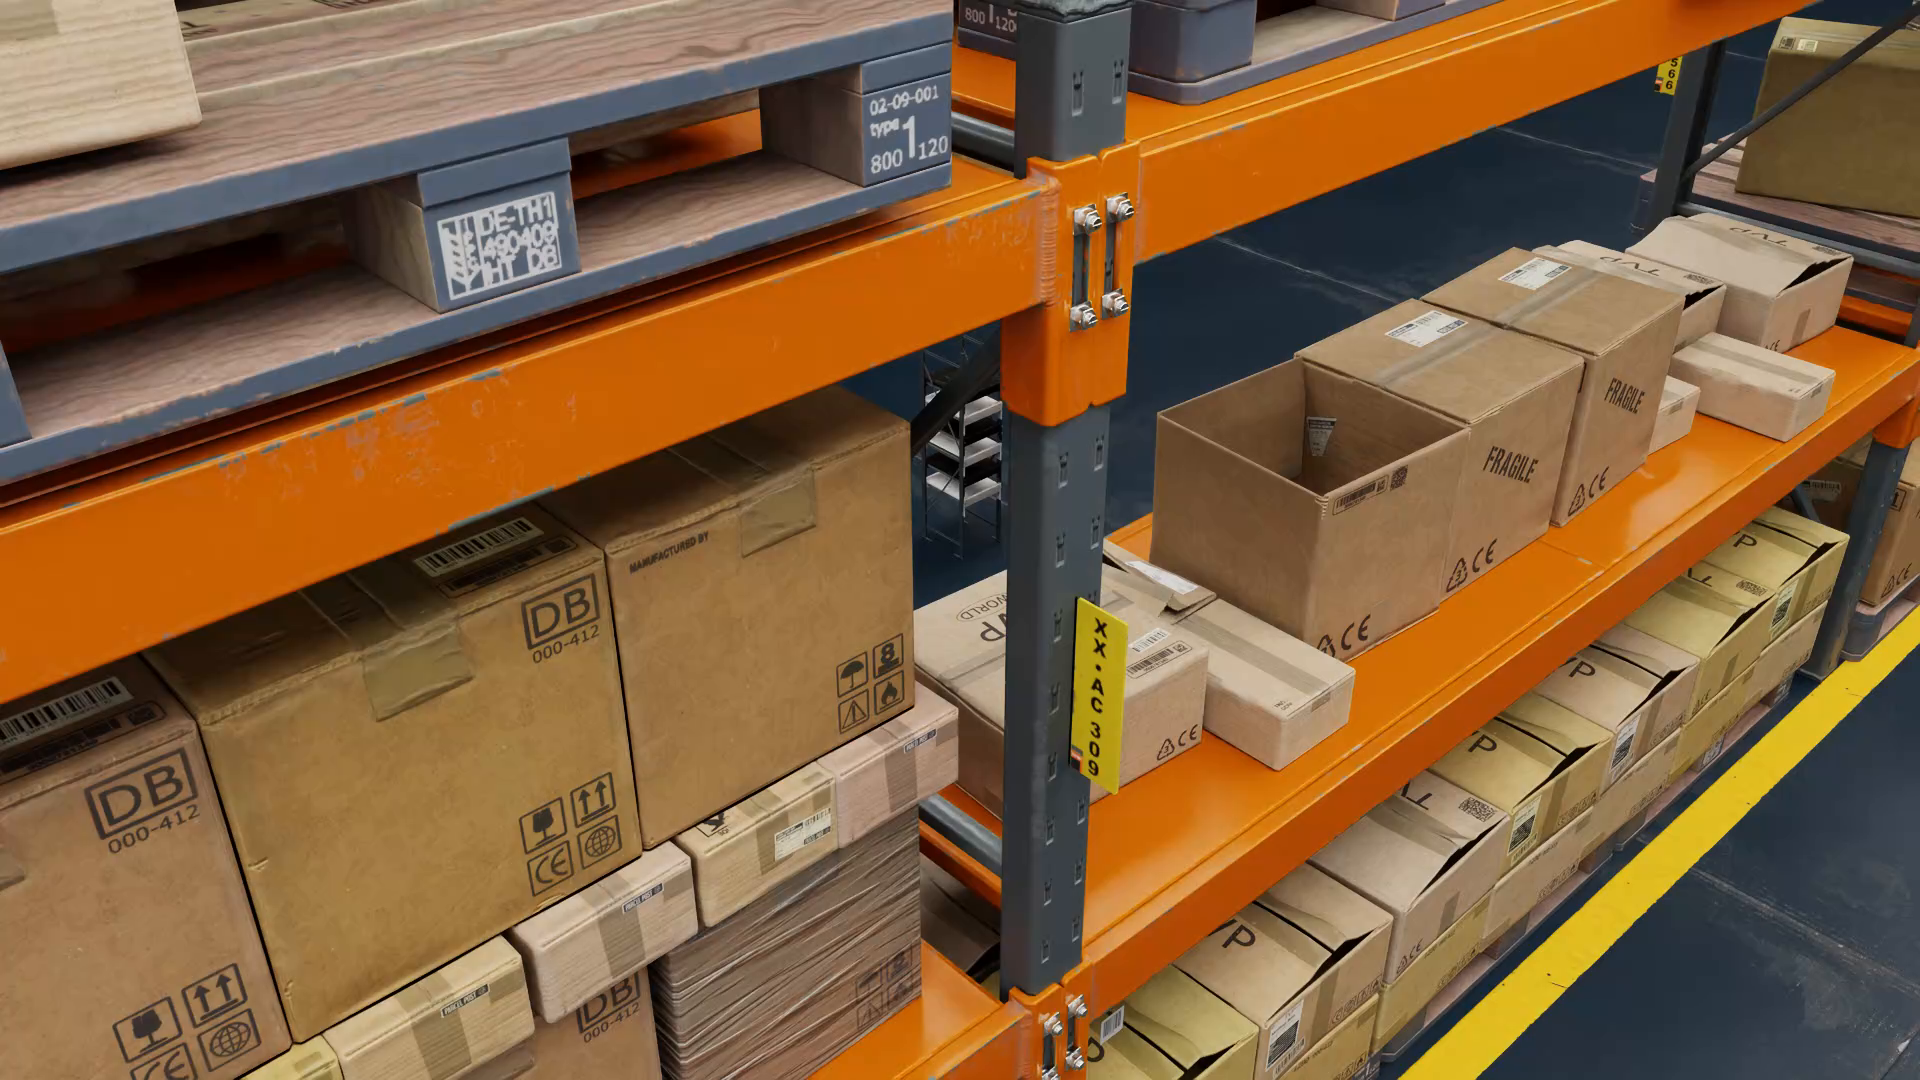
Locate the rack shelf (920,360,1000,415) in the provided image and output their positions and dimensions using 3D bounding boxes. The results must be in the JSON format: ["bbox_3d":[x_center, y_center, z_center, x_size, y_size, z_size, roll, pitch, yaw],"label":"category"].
[{"bbox_3d":[0.006,-0.589,6.396,0.200,0.077,0.258,-26,40,-35],"label":"rack shelf"}]

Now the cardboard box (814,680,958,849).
[{"bbox_3d":[-0.219,0.295,2.675,0.250,0.149,0.380,-26,40,-35],"label":"cardboard box"}]

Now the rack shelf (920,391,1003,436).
[{"bbox_3d":[0.006,-0.512,6.443,0.200,0.077,0.258,-26,40,-35],"label":"rack shelf"}]

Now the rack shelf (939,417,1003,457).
[{"bbox_3d":[0.006,-0.435,6.490,0.200,0.077,0.258,-26,40,-35],"label":"rack shelf"}]

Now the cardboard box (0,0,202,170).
[{"bbox_3d":[-0.864,-0.443,1.428,0.250,0.149,0.380,-26,40,-35],"label":"cardboard box"}]

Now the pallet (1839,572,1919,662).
[{"bbox_3d":[3.341,-0.044,6.619,1.213,0.211,1.003,-26,40,-35],"label":"pallet"}]

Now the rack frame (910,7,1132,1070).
[{"bbox_3d":[-0.165,0.436,3.162,0.127,3.000,1.000,-26,40,-35],"label":"rack frame"}]

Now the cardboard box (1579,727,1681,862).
[{"bbox_3d":[1.802,0.652,5.041,0.500,0.250,0.500,-25,39,-34],"label":"cardboard box"}]

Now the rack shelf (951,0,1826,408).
[{"bbox_3d":[1.302,-1.246,3.727,4.000,0.370,1.077,-26,40,-35],"label":"rack shelf"}]

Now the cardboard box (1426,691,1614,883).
[{"bbox_3d":[1.434,0.593,4.600,0.500,0.311,0.500,-25,39,-34],"label":"cardboard box"}]

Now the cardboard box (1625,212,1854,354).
[{"bbox_3d":[2.472,-0.833,5.322,0.500,0.311,0.500,-23,38,-33],"label":"cardboard box"}]

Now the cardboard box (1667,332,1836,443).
[{"bbox_3d":[2.297,-0.451,4.853,0.250,0.149,0.380,-26,40,-35],"label":"cardboard box"}]

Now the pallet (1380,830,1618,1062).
[{"bbox_3d":[1.244,0.914,5.052,1.213,0.211,1.003,-26,40,-35],"label":"pallet"}]

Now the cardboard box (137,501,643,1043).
[{"bbox_3d":[-0.856,0.179,2.242,0.500,0.500,0.700,-26,40,-36],"label":"cardboard box"}]

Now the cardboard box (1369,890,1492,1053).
[{"bbox_3d":[1.053,1.016,4.446,0.500,0.250,0.500,-27,41,-37],"label":"cardboard box"}]

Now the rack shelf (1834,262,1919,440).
[{"bbox_3d":[4.235,-1.385,6.830,4.000,0.370,1.077,-26,40,-35],"label":"rack shelf"}]

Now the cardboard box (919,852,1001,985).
[{"bbox_3d":[-0.063,0.937,4.038,0.500,0.311,0.500,-26,40,-35],"label":"cardboard box"}]

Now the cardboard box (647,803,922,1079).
[{"bbox_3d":[-0.486,0.553,2.874,0.500,0.500,0.700,-27,41,-37],"label":"cardboard box"}]

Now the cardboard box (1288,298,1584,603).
[{"bbox_3d":[1.163,-0.237,4.167,0.500,0.500,0.500,-26,40,-35],"label":"cardboard box"}]

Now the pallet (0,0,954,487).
[{"bbox_3d":[-0.773,-0.494,1.891,1.213,0.211,1.003,-26,40,-35],"label":"pallet"}]

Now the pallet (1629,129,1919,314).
[{"bbox_3d":[3.217,-1.168,5.969,1.003,0.211,1.213,-26,40,-35],"label":"pallet"}]

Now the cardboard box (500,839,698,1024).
[{"bbox_3d":[-0.592,0.476,2.379,0.250,0.149,0.380,-27,41,-37],"label":"cardboard box"}]

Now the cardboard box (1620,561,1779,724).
[{"bbox_3d":[2.175,0.239,5.180,0.500,0.311,0.500,-27,40,-36],"label":"cardboard box"}]

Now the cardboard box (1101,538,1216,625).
[{"bbox_3d":[0.355,0.111,3.822,0.258,0.266,0.396,-27,40,-37],"label":"cardboard box"}]

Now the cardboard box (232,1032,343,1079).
[{"bbox_3d":[-0.966,0.655,2.086,0.250,0.149,0.380,-26,40,-36],"label":"cardboard box"}]

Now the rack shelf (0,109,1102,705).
[{"bbox_3d":[-1.632,0.173,1.407,4.000,0.370,1.077,-26,40,-35],"label":"rack shelf"}]

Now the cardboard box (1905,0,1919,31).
[{"bbox_3d":[3.954,-1.723,6.193,0.500,0.500,0.700,-18,36,-27],"label":"cardboard box"}]

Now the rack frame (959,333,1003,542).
[{"bbox_3d":[0.081,-0.423,6.579,0.006,0.900,0.240,-26,40,-35],"label":"rack frame"}]

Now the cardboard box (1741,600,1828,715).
[{"bbox_3d":[2.548,0.291,5.632,0.500,0.250,0.500,-25,39,-34],"label":"cardboard box"}]

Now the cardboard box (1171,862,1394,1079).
[{"bbox_3d":[0.678,0.964,3.994,0.500,0.311,0.500,-26,40,-36],"label":"cardboard box"}]

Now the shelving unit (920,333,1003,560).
[{"bbox_3d":[0.006,-0.387,6.520,0.210,0.900,0.258,-26,40,-35],"label":"shelving unit"}]

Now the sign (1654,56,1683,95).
[{"bbox_3d":[2.392,-1.647,5.535,0.005,0.325,0.100,-26,40,-35],"label":"sign"}]

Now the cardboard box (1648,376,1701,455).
[{"bbox_3d":[1.871,-0.402,4.773,0.250,0.149,0.380,-23,38,-32],"label":"cardboard box"}]
